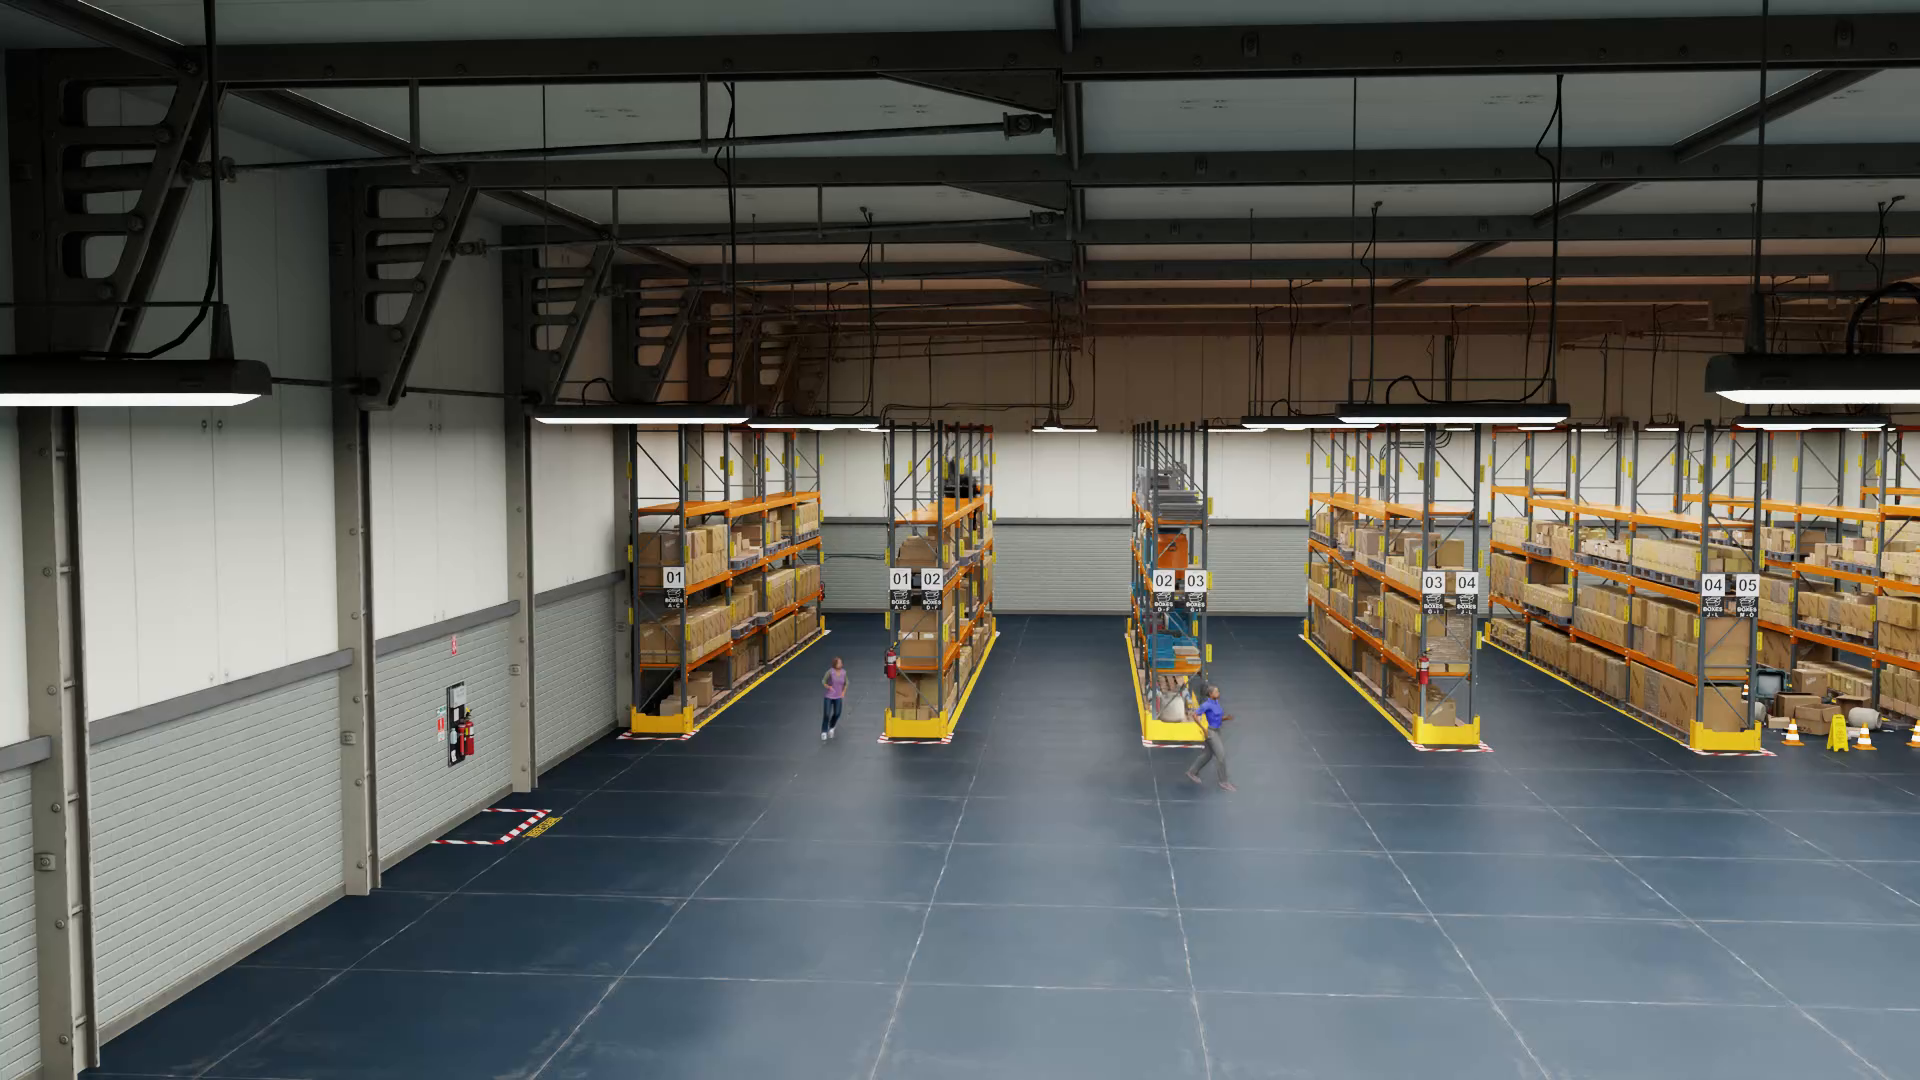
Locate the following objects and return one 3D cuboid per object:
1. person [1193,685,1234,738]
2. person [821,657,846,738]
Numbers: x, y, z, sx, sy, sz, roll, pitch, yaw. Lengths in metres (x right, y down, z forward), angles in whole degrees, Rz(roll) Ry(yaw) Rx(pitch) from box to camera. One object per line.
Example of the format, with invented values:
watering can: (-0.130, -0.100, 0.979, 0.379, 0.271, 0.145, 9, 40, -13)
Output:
person: (4.119, 2.750, 26.789, 0.618, 0.818, 0.561, 2, 4, 24)
person: (-2.343, 2.972, 31.253, 0.506, 1.535, 0.543, -1, 4, -14)
